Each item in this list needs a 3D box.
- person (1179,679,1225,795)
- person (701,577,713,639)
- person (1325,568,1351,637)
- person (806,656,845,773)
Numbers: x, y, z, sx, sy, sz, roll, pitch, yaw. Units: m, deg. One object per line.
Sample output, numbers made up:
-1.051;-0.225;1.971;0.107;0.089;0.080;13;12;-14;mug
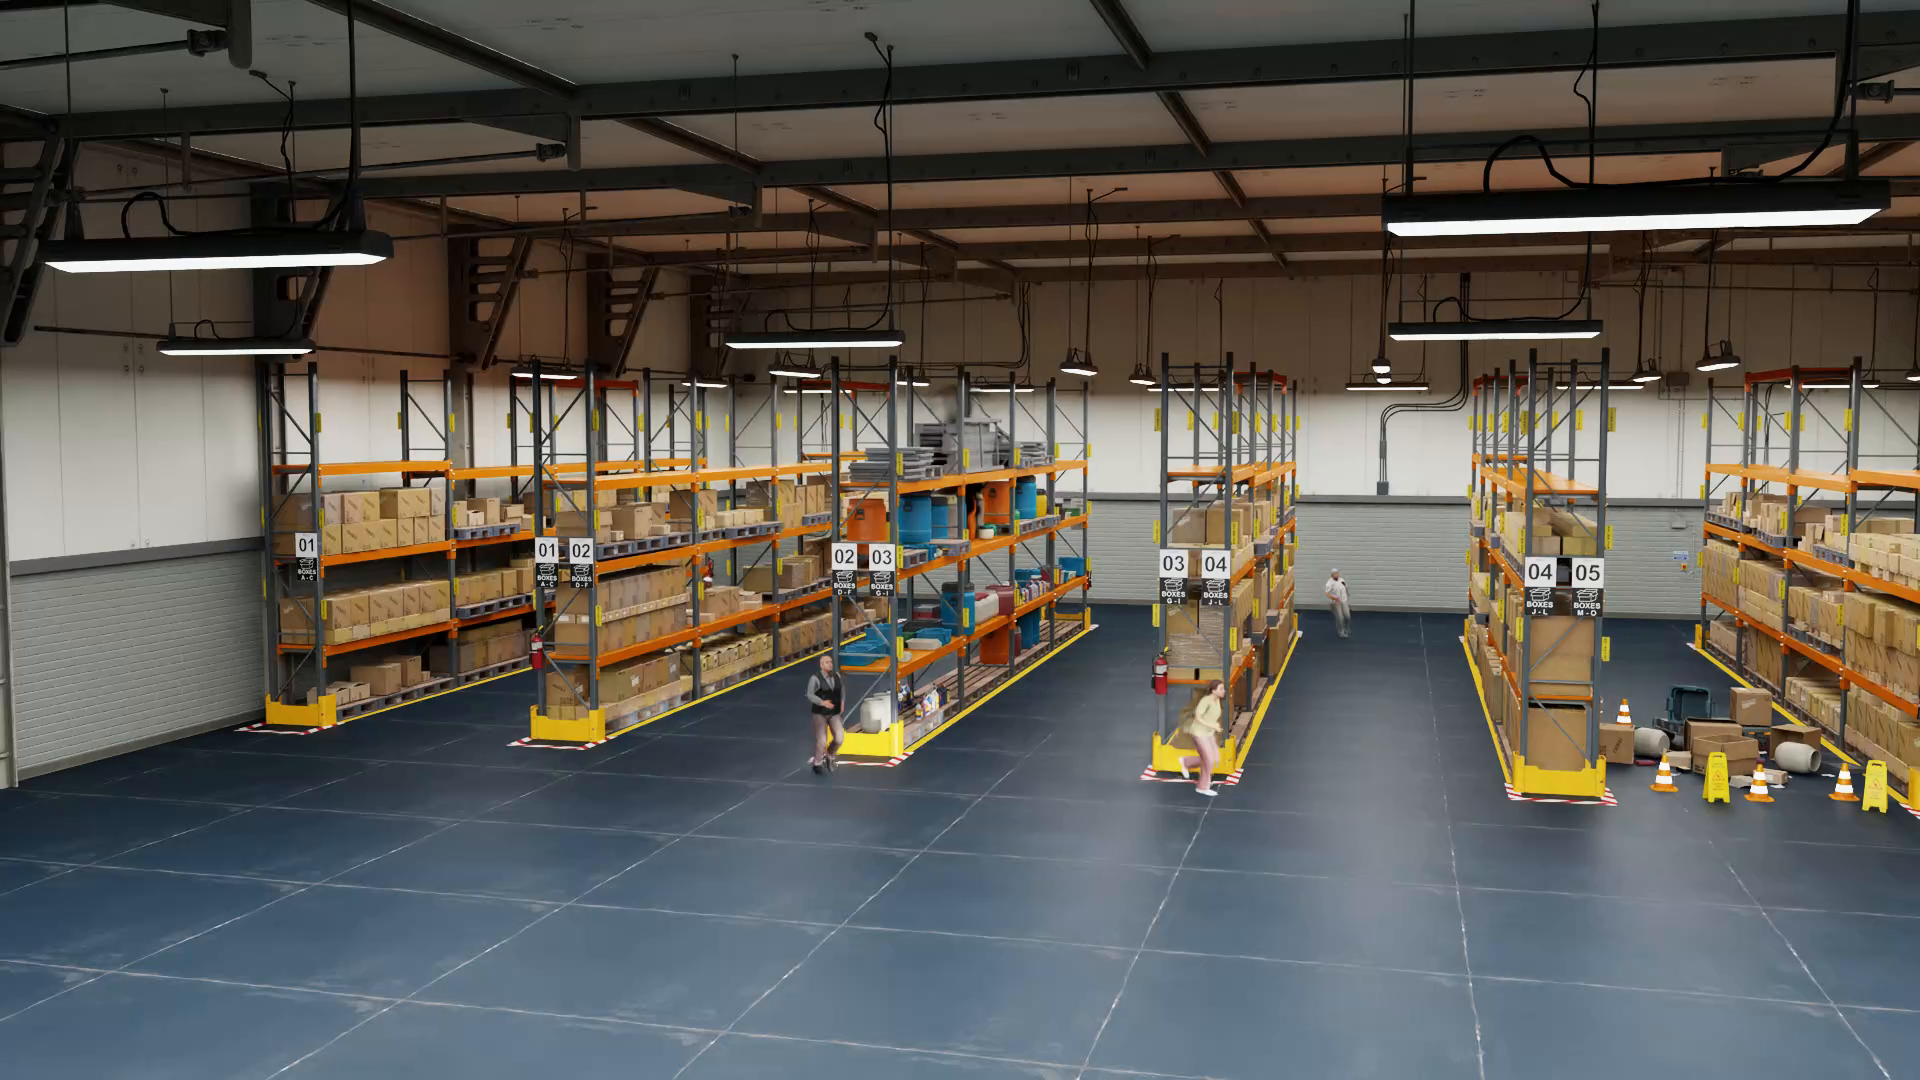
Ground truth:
3.256;2.649;22.407;0.697;1.599;0.573;3;5;40;person
-5.368;1.645;35.483;0.714;1.731;0.791;1;4;11;person
8.852;1.466;38.810;0.674;1.609;0.512;-1;4;-9;person
-1.860;2.492;23.668;0.688;1.703;0.647;-2;5;-31;person
